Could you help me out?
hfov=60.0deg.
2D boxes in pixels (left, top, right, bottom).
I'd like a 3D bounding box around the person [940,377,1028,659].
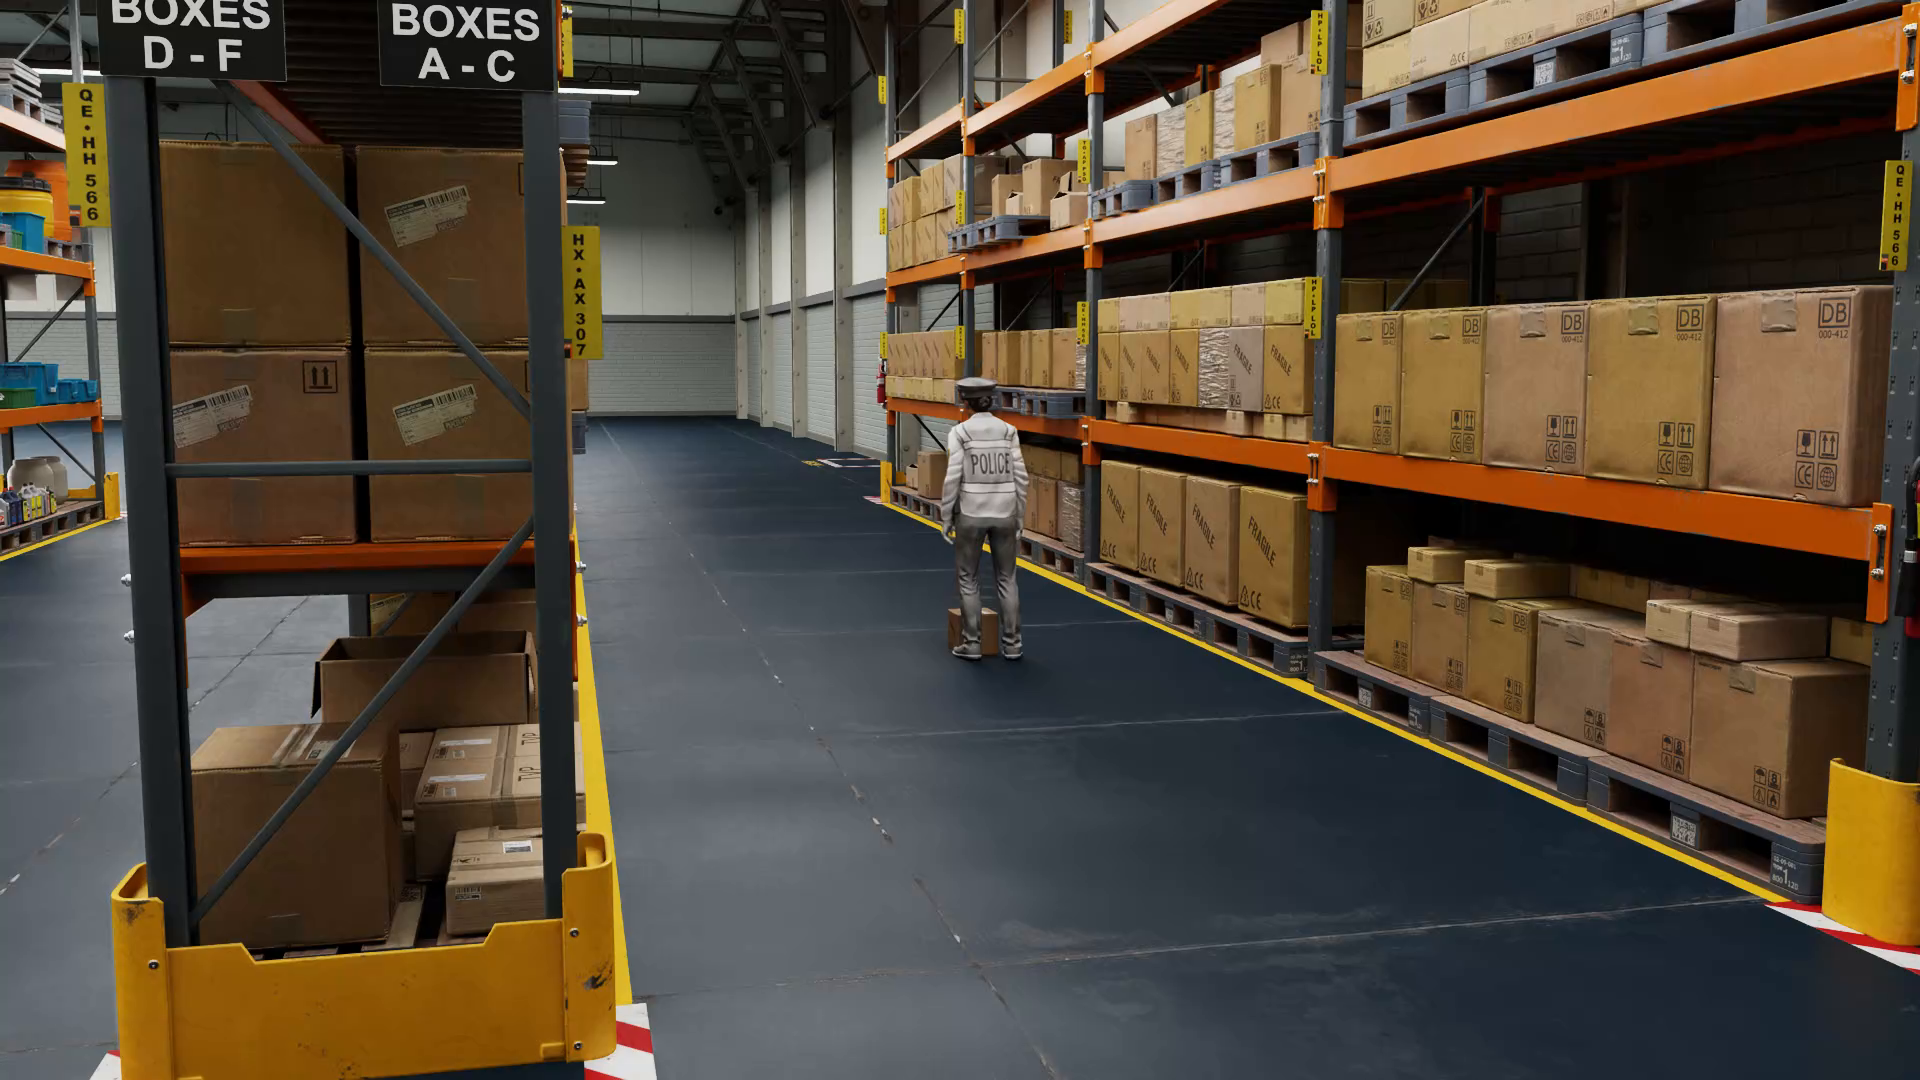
[{"bbox_3d":[0.134,-0.121,9.786,0.538,1.661,0.415,-2,7,-17],"label":"person"}]
